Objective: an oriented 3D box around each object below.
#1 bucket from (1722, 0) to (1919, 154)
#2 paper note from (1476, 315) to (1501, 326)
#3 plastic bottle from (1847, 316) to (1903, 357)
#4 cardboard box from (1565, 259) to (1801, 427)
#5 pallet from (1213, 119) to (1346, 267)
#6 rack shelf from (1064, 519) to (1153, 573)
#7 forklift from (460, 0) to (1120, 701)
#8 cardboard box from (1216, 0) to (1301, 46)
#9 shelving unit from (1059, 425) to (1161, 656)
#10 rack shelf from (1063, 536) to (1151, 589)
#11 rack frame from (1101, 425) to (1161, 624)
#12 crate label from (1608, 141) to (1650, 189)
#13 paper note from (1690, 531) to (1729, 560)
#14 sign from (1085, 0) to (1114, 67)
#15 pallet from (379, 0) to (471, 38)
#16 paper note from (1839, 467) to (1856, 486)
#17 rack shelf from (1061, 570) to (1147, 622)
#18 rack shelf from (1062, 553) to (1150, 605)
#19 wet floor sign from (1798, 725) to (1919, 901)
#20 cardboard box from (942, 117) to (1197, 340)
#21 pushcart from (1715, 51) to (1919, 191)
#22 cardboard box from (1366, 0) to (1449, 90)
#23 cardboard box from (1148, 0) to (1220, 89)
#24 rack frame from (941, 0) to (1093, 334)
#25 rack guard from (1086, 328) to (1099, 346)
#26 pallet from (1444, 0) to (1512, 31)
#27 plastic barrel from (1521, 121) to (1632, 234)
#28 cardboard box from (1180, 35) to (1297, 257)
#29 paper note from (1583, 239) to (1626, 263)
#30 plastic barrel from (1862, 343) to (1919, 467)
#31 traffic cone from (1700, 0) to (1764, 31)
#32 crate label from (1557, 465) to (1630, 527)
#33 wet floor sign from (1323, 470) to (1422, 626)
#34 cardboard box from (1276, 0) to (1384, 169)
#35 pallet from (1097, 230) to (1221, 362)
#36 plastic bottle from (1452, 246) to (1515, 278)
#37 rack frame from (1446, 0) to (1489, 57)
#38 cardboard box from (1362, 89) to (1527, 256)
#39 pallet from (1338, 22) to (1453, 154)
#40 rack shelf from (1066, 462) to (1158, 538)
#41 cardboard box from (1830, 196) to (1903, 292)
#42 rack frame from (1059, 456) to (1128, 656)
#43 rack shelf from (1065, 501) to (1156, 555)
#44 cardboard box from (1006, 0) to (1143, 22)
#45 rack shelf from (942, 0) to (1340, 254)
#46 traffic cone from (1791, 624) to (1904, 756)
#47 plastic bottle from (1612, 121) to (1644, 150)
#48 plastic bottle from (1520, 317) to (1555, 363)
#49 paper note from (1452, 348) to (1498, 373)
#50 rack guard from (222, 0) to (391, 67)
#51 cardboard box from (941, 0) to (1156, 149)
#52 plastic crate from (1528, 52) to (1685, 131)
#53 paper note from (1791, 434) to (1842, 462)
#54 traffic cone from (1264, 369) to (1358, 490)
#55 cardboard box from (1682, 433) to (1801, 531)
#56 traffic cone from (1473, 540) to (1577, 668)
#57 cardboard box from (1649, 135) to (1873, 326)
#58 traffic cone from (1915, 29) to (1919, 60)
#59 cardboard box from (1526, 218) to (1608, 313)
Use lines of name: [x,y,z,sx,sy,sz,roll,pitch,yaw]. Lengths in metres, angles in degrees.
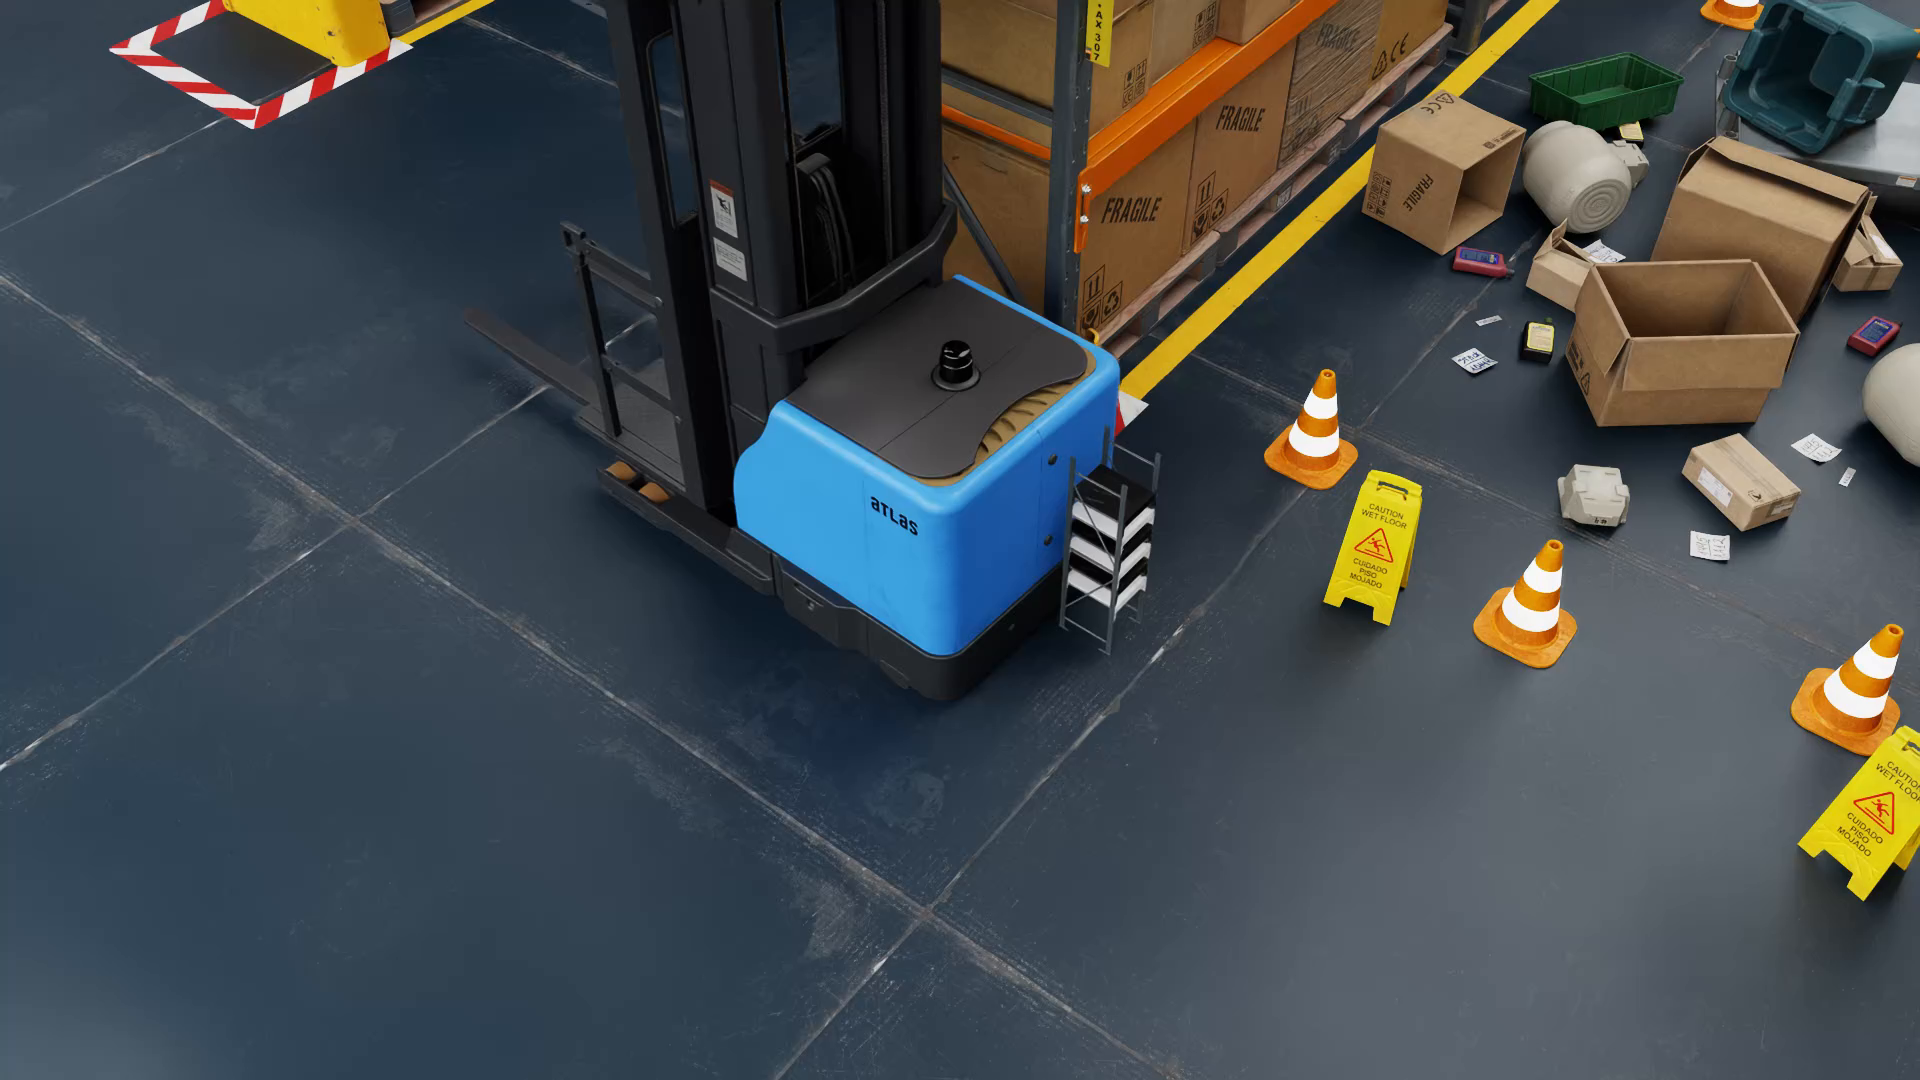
bucket: [4.233,-2.300,8.085,0.620,0.611,0.726,-17,48,-29]
paper note: [2.454,-1.018,7.716,0.123,0.001,0.032,-17,49,-15]
plastic bottle: [4.198,-0.948,7.613,0.283,0.061,0.133,-33,55,-28]
cardboard box: [3.096,-0.845,7.210,0.797,0.503,0.637,-2,46,-2]
pallet: [1.220,-1.938,8.455,1.003,0.211,1.213,29,53,25]
rack shelf: [0.542,-0.022,6.070,0.258,0.077,0.200,31,54,26]
forklift: [-0.863,-1.341,6.004,3.031,2.935,1.130,32,54,27]
cardboard box: [0.998,-2.587,7.043,0.875,0.550,0.550,29,53,25]
shelving unit: [0.542,0.018,6.111,0.258,0.900,0.210,31,54,26]
rack shelf: [0.542,0.041,6.135,0.258,0.077,0.200,31,54,26]
rack frame: [0.607,-0.039,6.165,0.240,0.900,0.006,31,54,26]
crate label: [3.351,-1.923,8.492,0.298,0.136,0.250,-2,46,-2]
paper note: [3.028,0.021,6.708,0.148,0.019,0.142,13,48,12]
sign: [0.482,-1.791,5.733,0.100,0.325,0.005,29,53,25]
pallet: [-3.246,-3.494,9.942,1.003,0.211,1.213,29,53,25]
paper note: [3.735,-0.266,6.997,0.032,0.001,0.123,29,53,25]
rack shelf: [0.542,0.165,6.265,0.258,0.077,0.200,31,54,26]
rack shelf: [0.542,0.103,6.200,0.258,0.077,0.200,31,54,26]
wet floor sign: [3.062,0.866,5.477,0.232,0.644,0.267,-25,51,-22]
cardboard box: [0.409,-1.542,7.328,0.875,0.875,0.875,29,53,25]
pushcart: [4.636,-1.946,8.348,1.648,0.377,0.936,13,48,12]
cardboard box: [2.052,-3.085,8.801,0.875,0.875,0.875,30,53,26]
cardboard box: [0.556,-2.322,6.790,0.875,0.550,0.550,29,53,25]
rack frame: [0.046,-1.714,6.313,1.000,3.000,0.127,29,53,25]
rack guard: [0.032,-0.837,7.204,1.175,0.500,0.348,29,53,25]
pallet: [2.904,-3.514,9.961,1.003,0.211,1.213,29,53,25]
plastic barrel: [3.012,-1.785,8.163,0.421,0.421,0.512,-9,47,-8]
cardboard box: [0.945,-2.047,7.810,0.875,0.875,0.875,28,53,24]
paper note: [3.110,-1.388,8.061,0.155,0.023,0.172,-25,51,-22]
plastic barrel: [4.090,-0.545,6.978,0.421,0.421,0.512,-9,47,-8]
traffic cone: [4.507,-3.226,9.512,0.336,0.463,0.334,29,53,25]
crate label: [2.613,-0.184,6.831,0.250,0.136,0.298,6,47,5]
wet floor sign: [1.596,-0.009,6.312,0.267,0.644,0.232,21,50,19]
cardboard box: [1.504,-2.567,8.307,0.875,0.875,0.875,30,53,25]
pallet: [0.473,-1.243,7.791,1.003,0.211,1.213,29,53,25]
plastic bottle: [2.517,-1.328,7.977,0.283,0.061,0.133,13,48,12]
rack frame: [2.492,-4.003,8.499,1.000,3.000,0.127,29,53,25]
cardboard box: [2.355,-1.798,8.120,0.500,0.500,0.500,-33,55,-28]
pallet: [1.965,-2.639,9.125,1.003,0.211,1.213,29,53,25]
rack shelf: [0.542,-0.146,5.940,0.258,0.077,0.200,31,54,26]
cardboard box: [4.274,-1.410,7.914,0.258,0.266,0.396,-2,46,-2]
rack frame: [0.478,0.075,6.056,0.240,0.900,0.006,31,54,26]
rack shelf: [0.542,-0.084,6.005,0.258,0.077,0.200,31,54,26]
cardboard box: [0.304,-2.334,6.055,0.875,0.550,0.550,29,53,25]
rack shelf: [1.269,-2.610,7.666,1.077,0.370,4.000,29,53,25]
traffic cone: [3.267,0.477,5.975,0.336,0.463,0.334,29,53,25]
plastic bottle: [3.517,-2.162,8.773,0.133,0.061,0.283,6,47,5]
plastic bottle: [2.641,-0.925,7.592,0.133,0.061,0.283,13,48,12]
paper note: [2.323,-0.811,7.504,0.142,0.017,0.144,-25,51,-22]
rack guard: [-3.770,-3.145,9.408,1.175,0.500,0.348,29,53,25]
cardboard box: [0.237,-1.998,6.481,0.875,0.550,0.550,29,53,25]
plastic crate: [3.422,-2.373,8.847,0.662,0.188,0.450,-17,39,-15]
paper note: [3.666,-0.394,7.114,0.142,0.019,0.148,-25,51,-22]
traffic cone: [1.495,-0.514,6.921,0.336,0.463,0.334,29,53,25]
cardboard box: [3.228,-0.241,6.878,0.250,0.149,0.380,-17,49,-15]
traffic cone: [2.181,0.180,6.258,0.336,0.463,0.334,29,53,25]
cardboard box: [3.661,-1.431,7.675,0.797,0.637,0.503,29,53,25]
traffic cone: [5.507,-2.932,9.231,0.336,0.463,0.334,29,53,25]
cardboard box: [2.899,-1.260,7.770,0.258,0.266,0.396,-33,55,-28]
